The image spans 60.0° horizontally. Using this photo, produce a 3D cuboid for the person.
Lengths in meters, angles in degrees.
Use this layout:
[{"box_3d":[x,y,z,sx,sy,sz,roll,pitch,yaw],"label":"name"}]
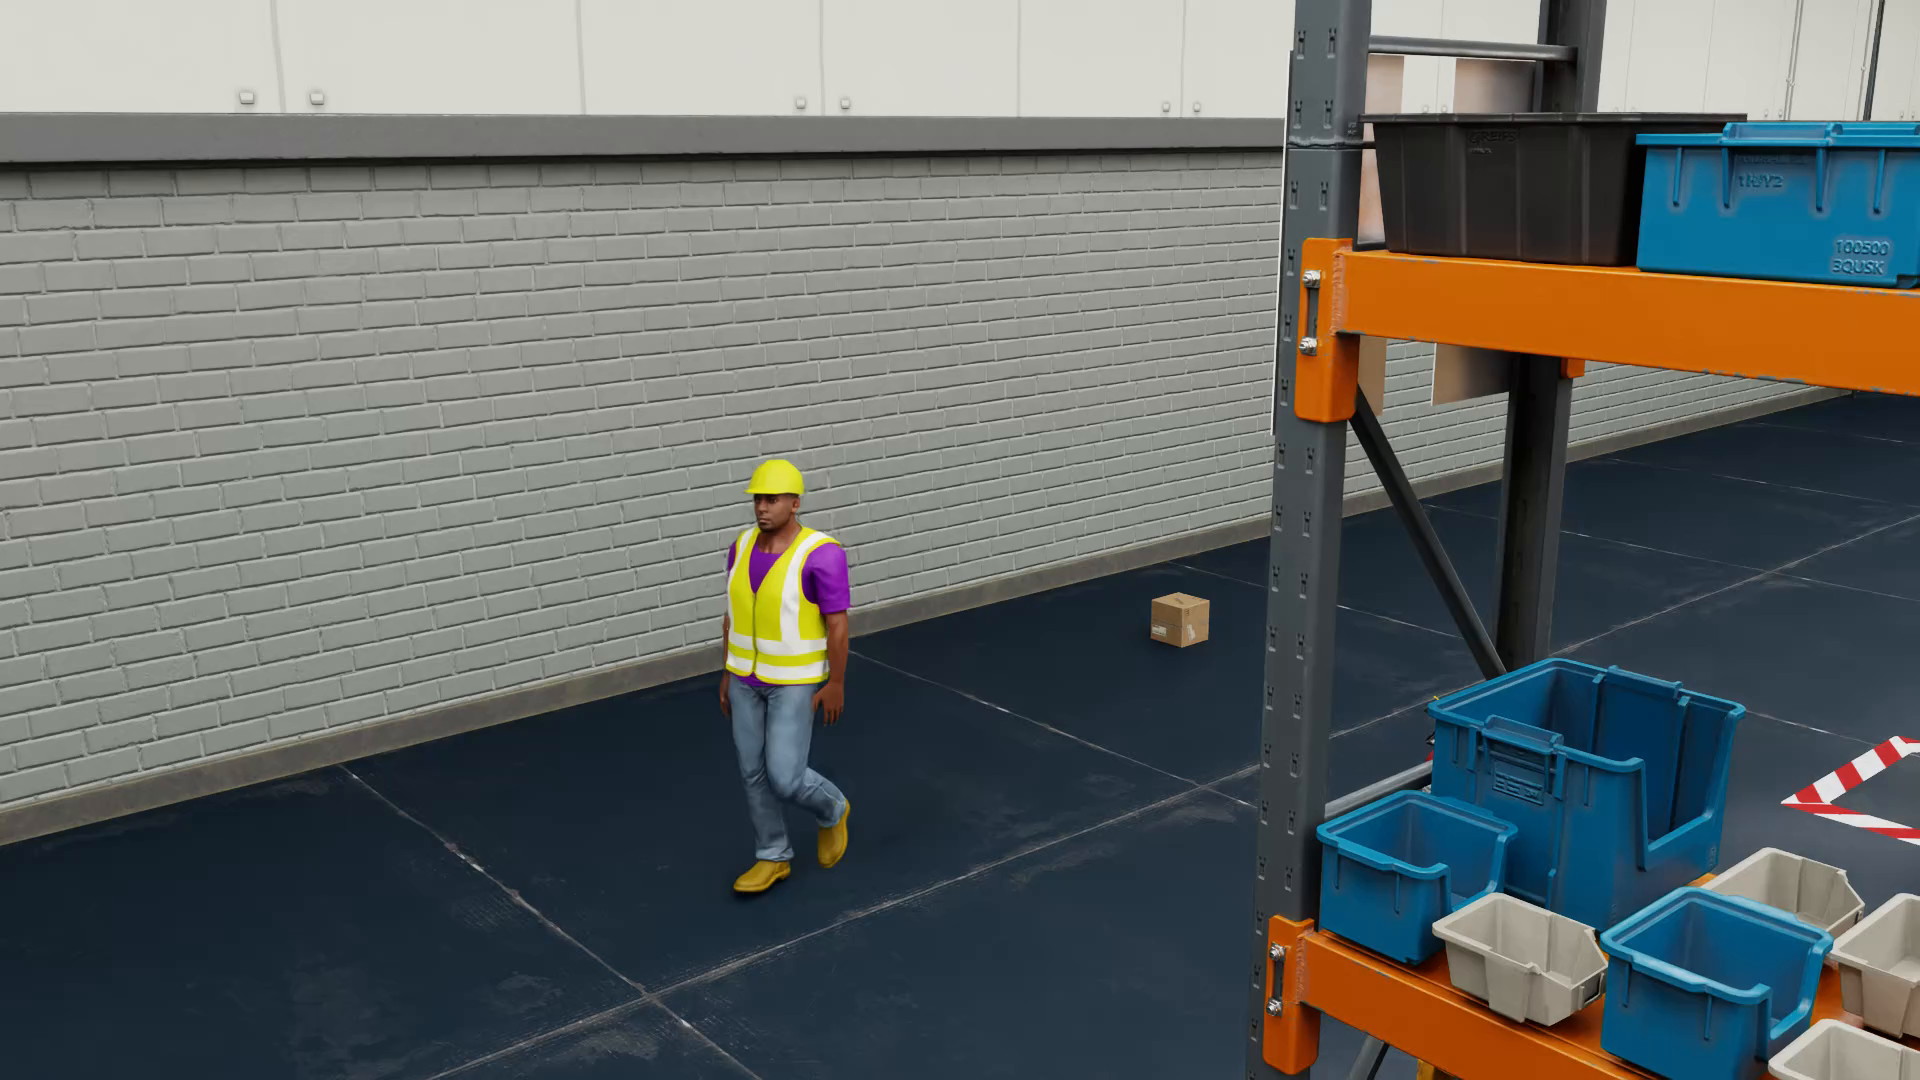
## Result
[{"box_3d":[-0.707,0.542,6.682,0.570,1.754,0.530,8,16,29],"label":"person"}]
